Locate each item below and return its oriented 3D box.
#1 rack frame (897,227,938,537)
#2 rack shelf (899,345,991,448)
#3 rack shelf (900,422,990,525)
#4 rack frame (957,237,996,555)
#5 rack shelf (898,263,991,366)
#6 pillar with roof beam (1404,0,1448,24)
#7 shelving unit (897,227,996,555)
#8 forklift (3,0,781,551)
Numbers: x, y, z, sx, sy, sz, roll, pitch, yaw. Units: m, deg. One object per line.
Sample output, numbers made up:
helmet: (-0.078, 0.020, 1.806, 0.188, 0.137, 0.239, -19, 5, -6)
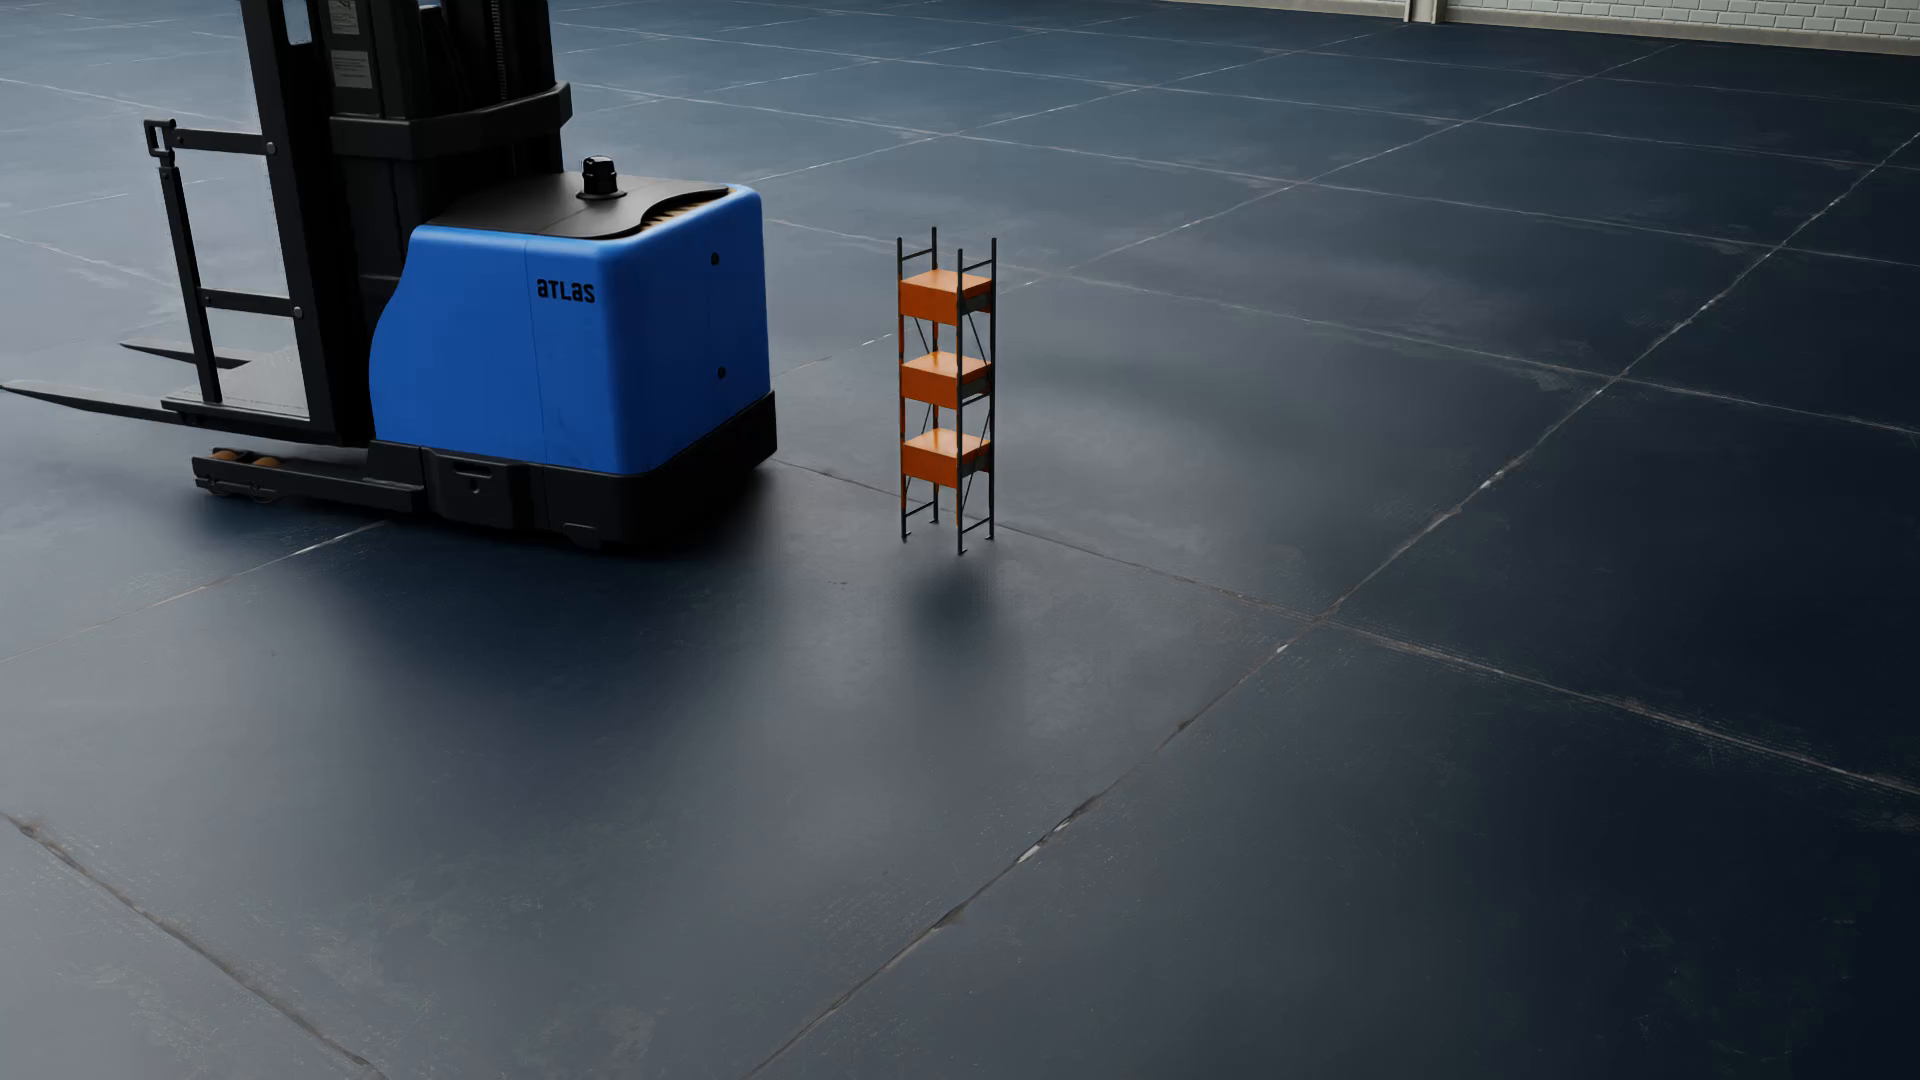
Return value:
rack frame: (-0.140, -0.523, 5.635, 0.008, 1.050, 0.200, 17, 29, 33)
rack shelf: (-0.043, -0.484, 5.572, 0.240, 0.259, 0.215, 17, 29, 33)
rack shelf: (-0.043, -0.229, 5.684, 0.240, 0.259, 0.215, 17, 29, 33)
rack frame: (0.055, -0.464, 5.501, 0.008, 1.050, 0.200, 17, 29, 33)
rack shelf: (-0.043, -0.743, 5.458, 0.240, 0.259, 0.215, 17, 29, 33)
pillar with roof beam: (2.921, -8.876, 14.734, 0.400, 9.000, 9.100, 17, 29, 33)
shelving unit: (-0.043, -0.493, 5.568, 0.252, 1.050, 0.215, 17, 29, 33)
forklift: (-2.255, -1.659, 5.881, 3.031, 2.935, 1.130, 9, 25, 19)
